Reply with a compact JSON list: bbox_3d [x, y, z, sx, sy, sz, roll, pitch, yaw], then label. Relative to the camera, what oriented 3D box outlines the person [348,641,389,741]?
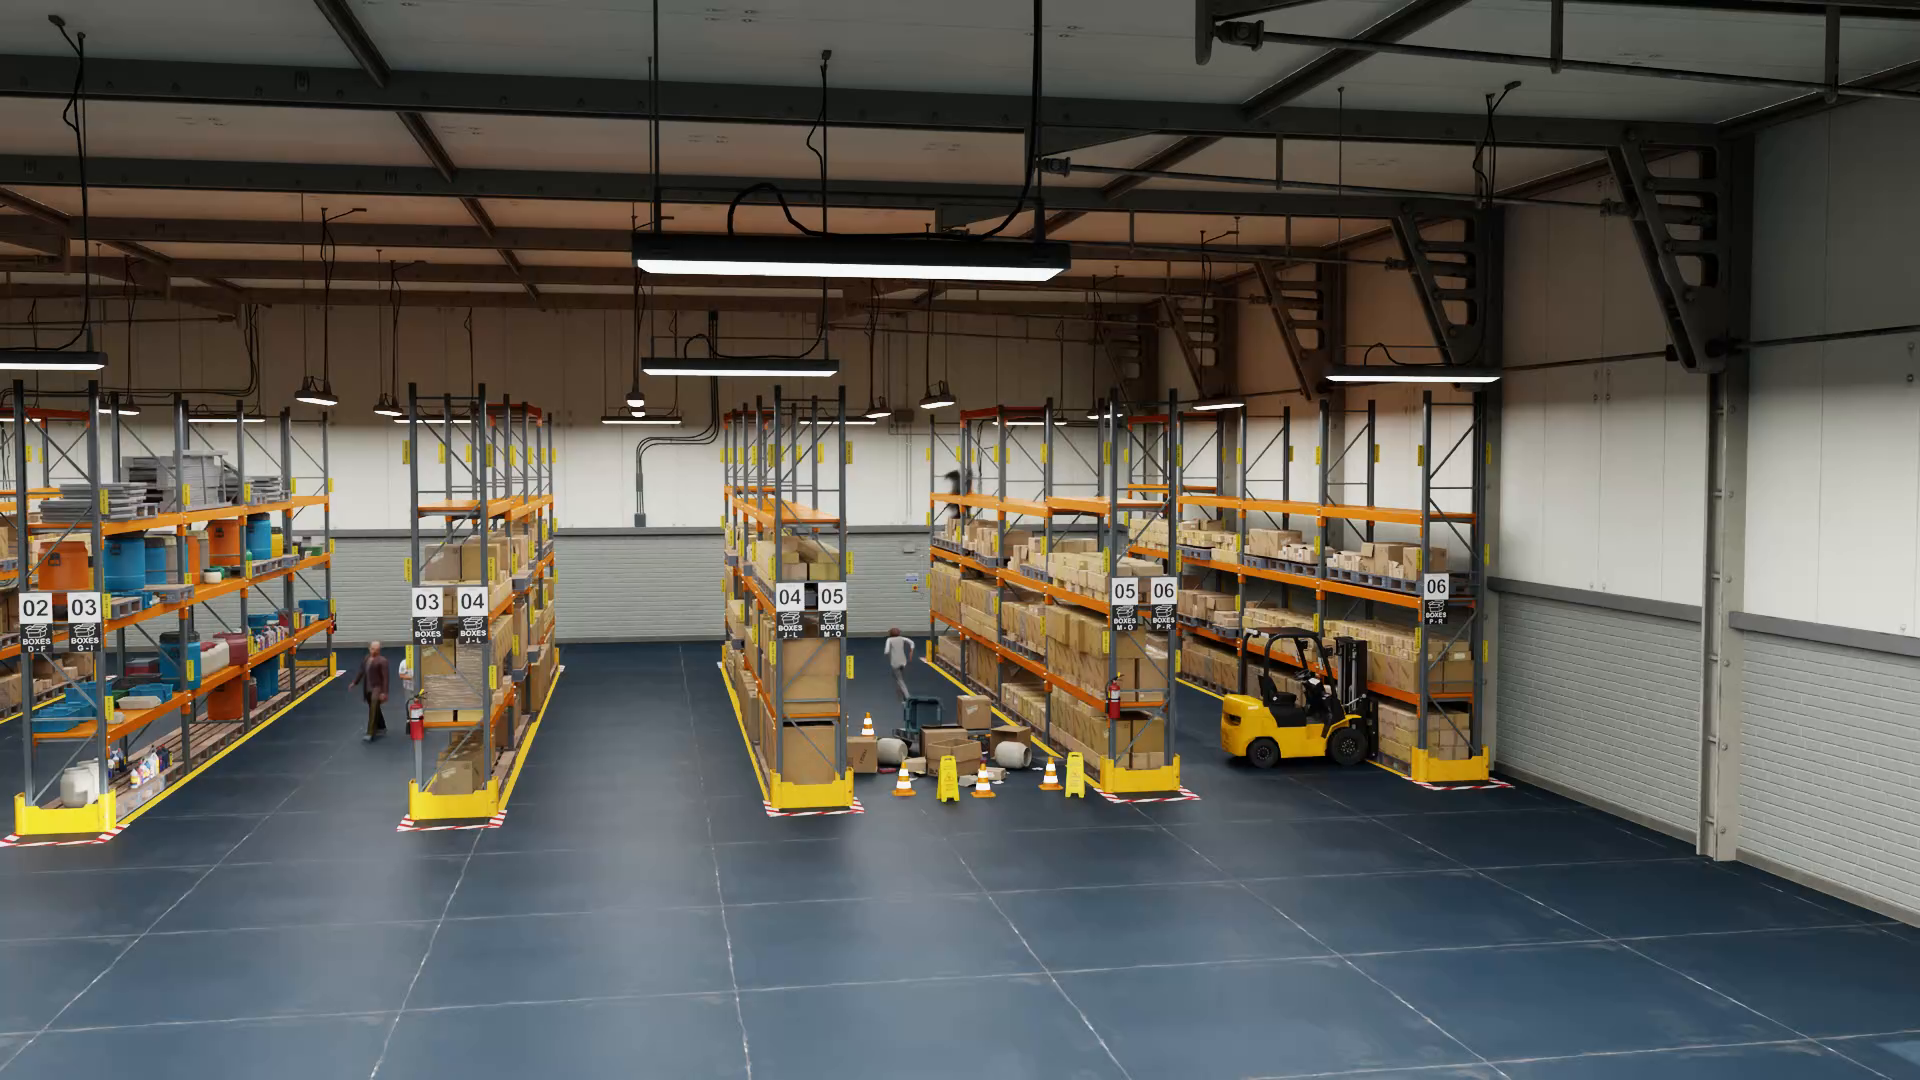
[{"bbox_3d":[-10.402,2.631,29.281,0.810,1.720,0.955,1,3,23],"label":"person"}]

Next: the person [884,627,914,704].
[{"bbox_3d":[-1.231,2.519,33.486,0.519,1.525,0.816,-2,4,-35],"label":"person"}]

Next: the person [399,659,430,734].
[{"bbox_3d":[-9.820,2.687,30.027,0.599,1.631,0.937,-1,3,-22],"label":"person"}]
